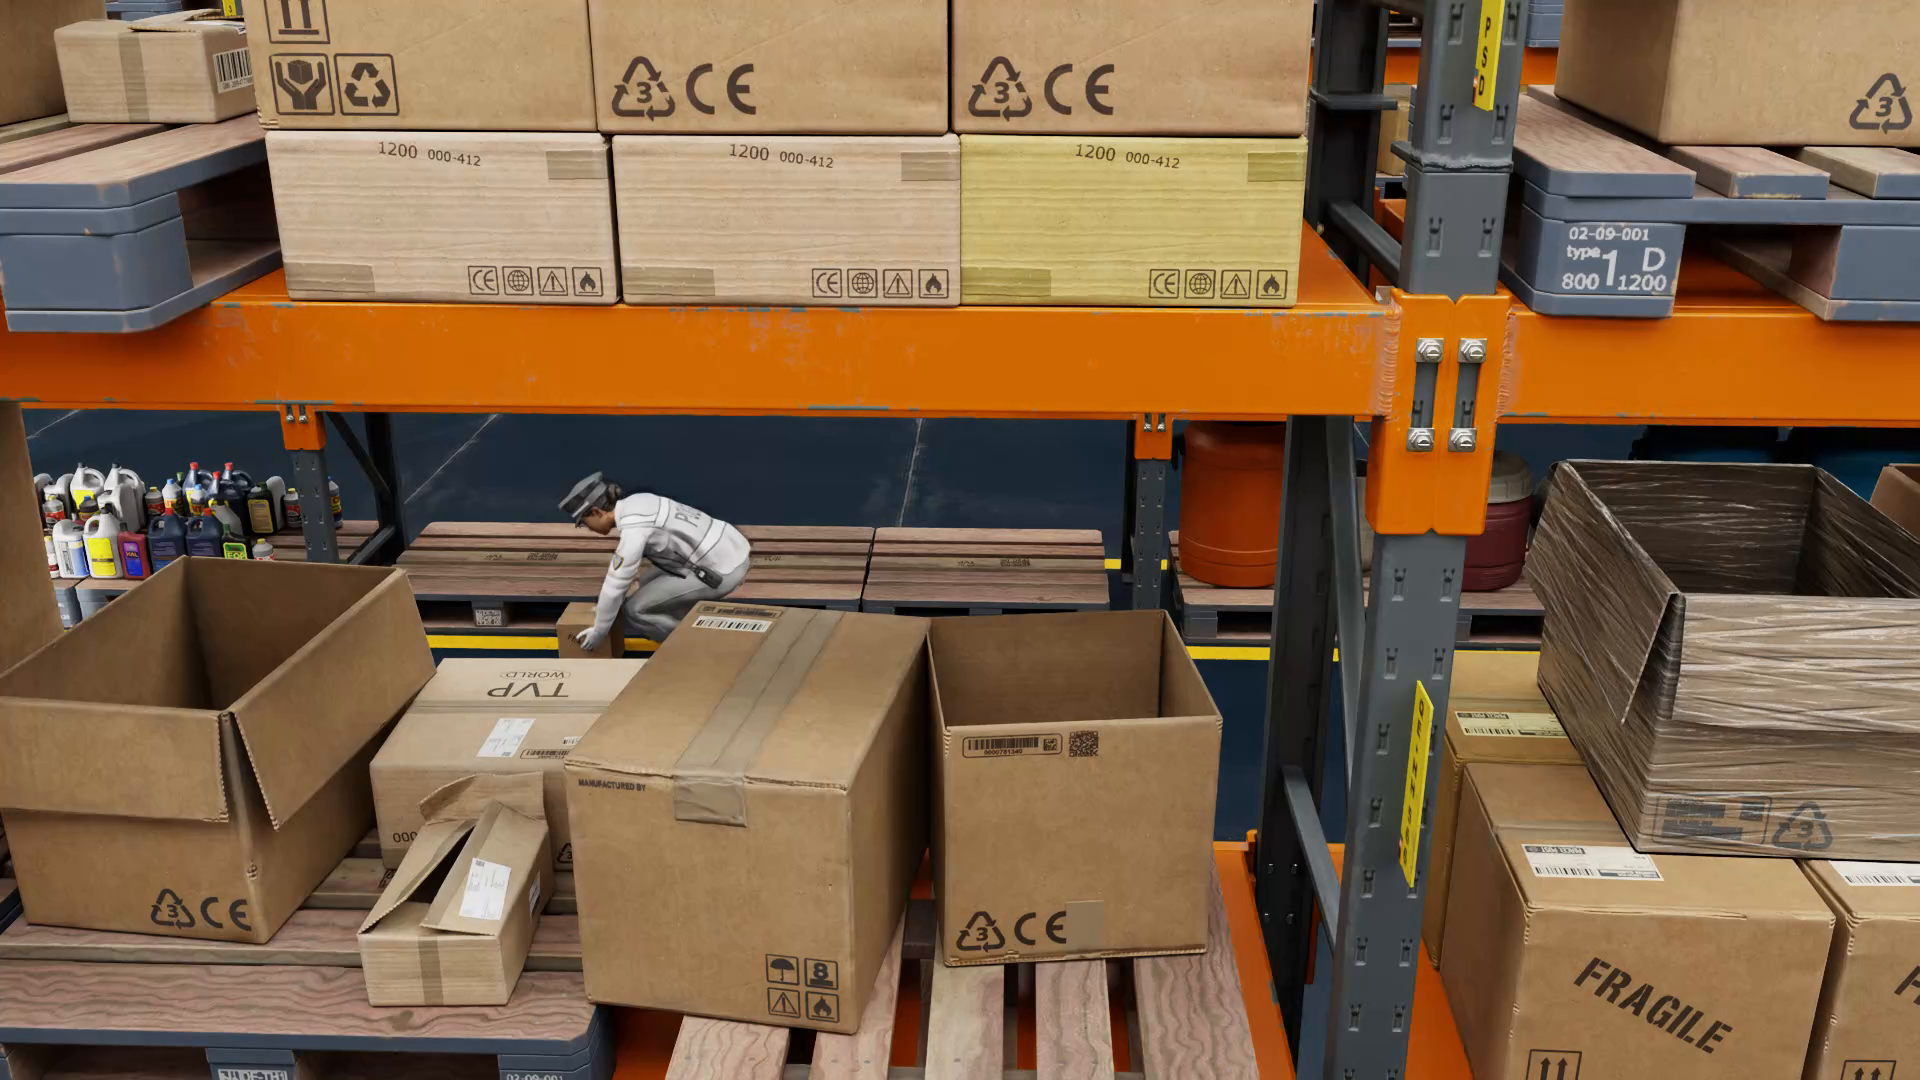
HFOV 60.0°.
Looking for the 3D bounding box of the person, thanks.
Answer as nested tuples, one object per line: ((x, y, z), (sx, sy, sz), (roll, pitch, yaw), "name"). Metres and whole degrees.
((-1.401, 0.143, 7.696), (0.848, 0.964, 0.494), (1, 21, 2), "person")
